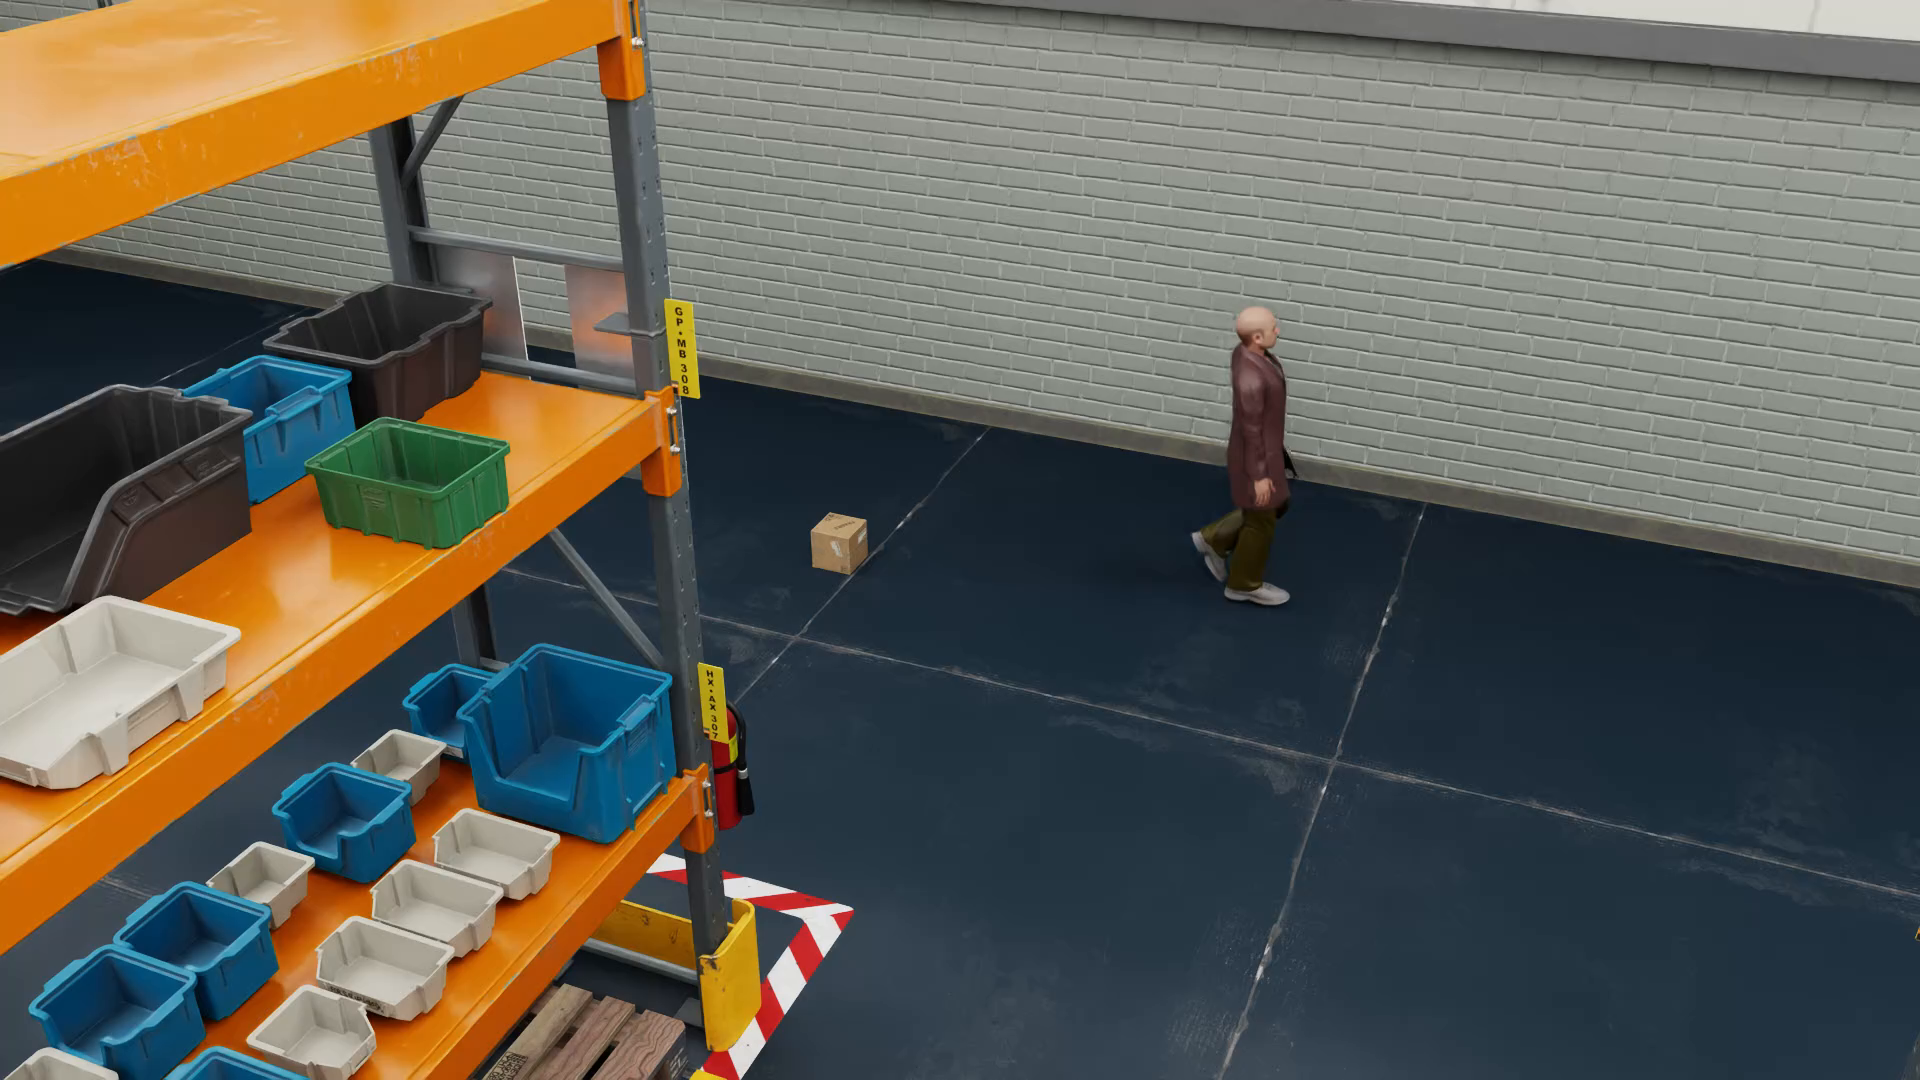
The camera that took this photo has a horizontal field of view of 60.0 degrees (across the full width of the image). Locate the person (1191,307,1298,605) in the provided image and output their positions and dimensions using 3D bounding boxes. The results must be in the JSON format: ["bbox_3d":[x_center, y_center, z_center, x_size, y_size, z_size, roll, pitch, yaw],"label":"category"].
[{"bbox_3d":[1.607,-0.462,9.195,0.584,1.763,0.596,4,30,8],"label":"person"}]
